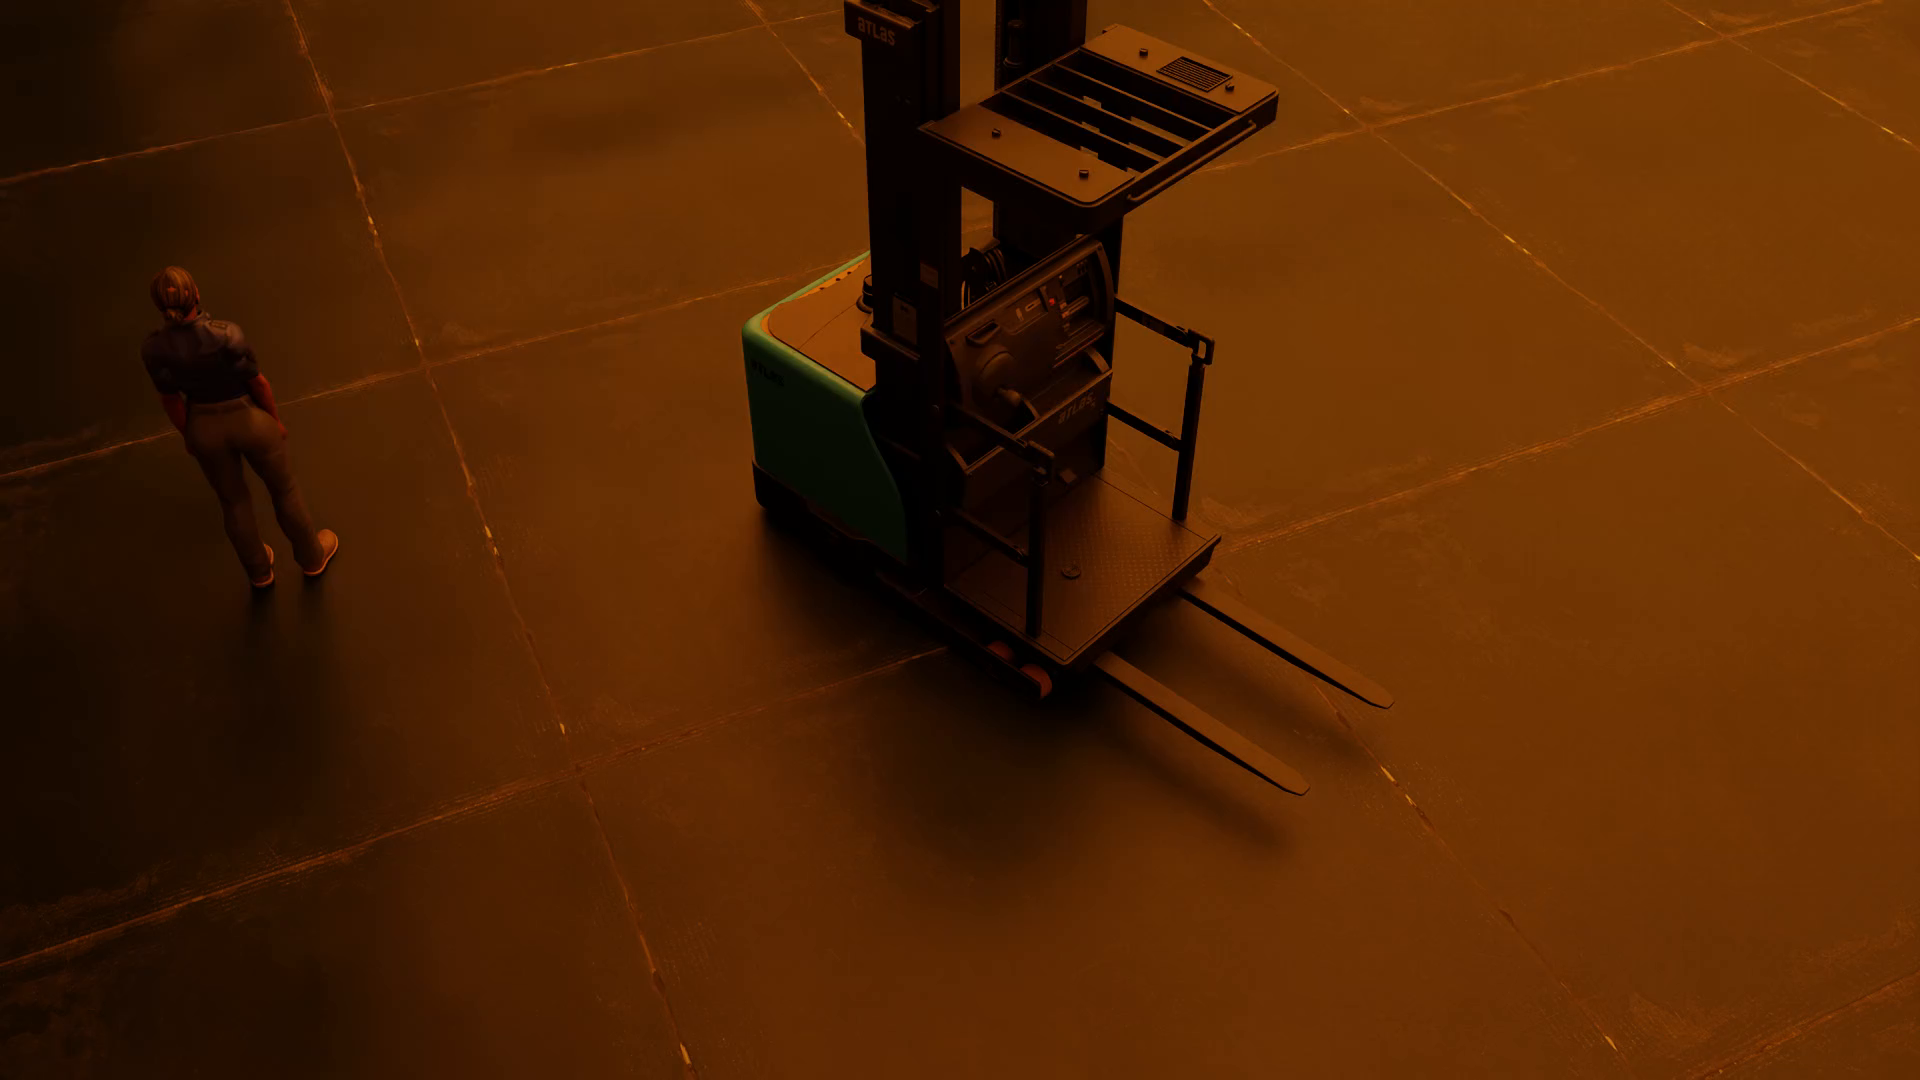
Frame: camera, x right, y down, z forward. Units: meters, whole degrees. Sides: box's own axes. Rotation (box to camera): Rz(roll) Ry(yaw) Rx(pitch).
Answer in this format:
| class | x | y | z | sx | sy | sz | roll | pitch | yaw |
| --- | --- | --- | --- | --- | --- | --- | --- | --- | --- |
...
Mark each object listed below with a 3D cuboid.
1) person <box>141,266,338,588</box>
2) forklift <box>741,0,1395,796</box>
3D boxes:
| class | x | y | z | sx | sy | sz | roll | pitch | yaw |
| --- | --- | --- | --- | --- | --- | --- | --- | --- | --- |
| person | -3.114 | -0.486 | 7.138 | 0.449 | 1.659 | 0.339 | -9 | 44 | -10 |
| forklift | 0.445 | -0.788 | 6.525 | 3.031 | 2.935 | 1.130 | 32 | 52 | 30 |
